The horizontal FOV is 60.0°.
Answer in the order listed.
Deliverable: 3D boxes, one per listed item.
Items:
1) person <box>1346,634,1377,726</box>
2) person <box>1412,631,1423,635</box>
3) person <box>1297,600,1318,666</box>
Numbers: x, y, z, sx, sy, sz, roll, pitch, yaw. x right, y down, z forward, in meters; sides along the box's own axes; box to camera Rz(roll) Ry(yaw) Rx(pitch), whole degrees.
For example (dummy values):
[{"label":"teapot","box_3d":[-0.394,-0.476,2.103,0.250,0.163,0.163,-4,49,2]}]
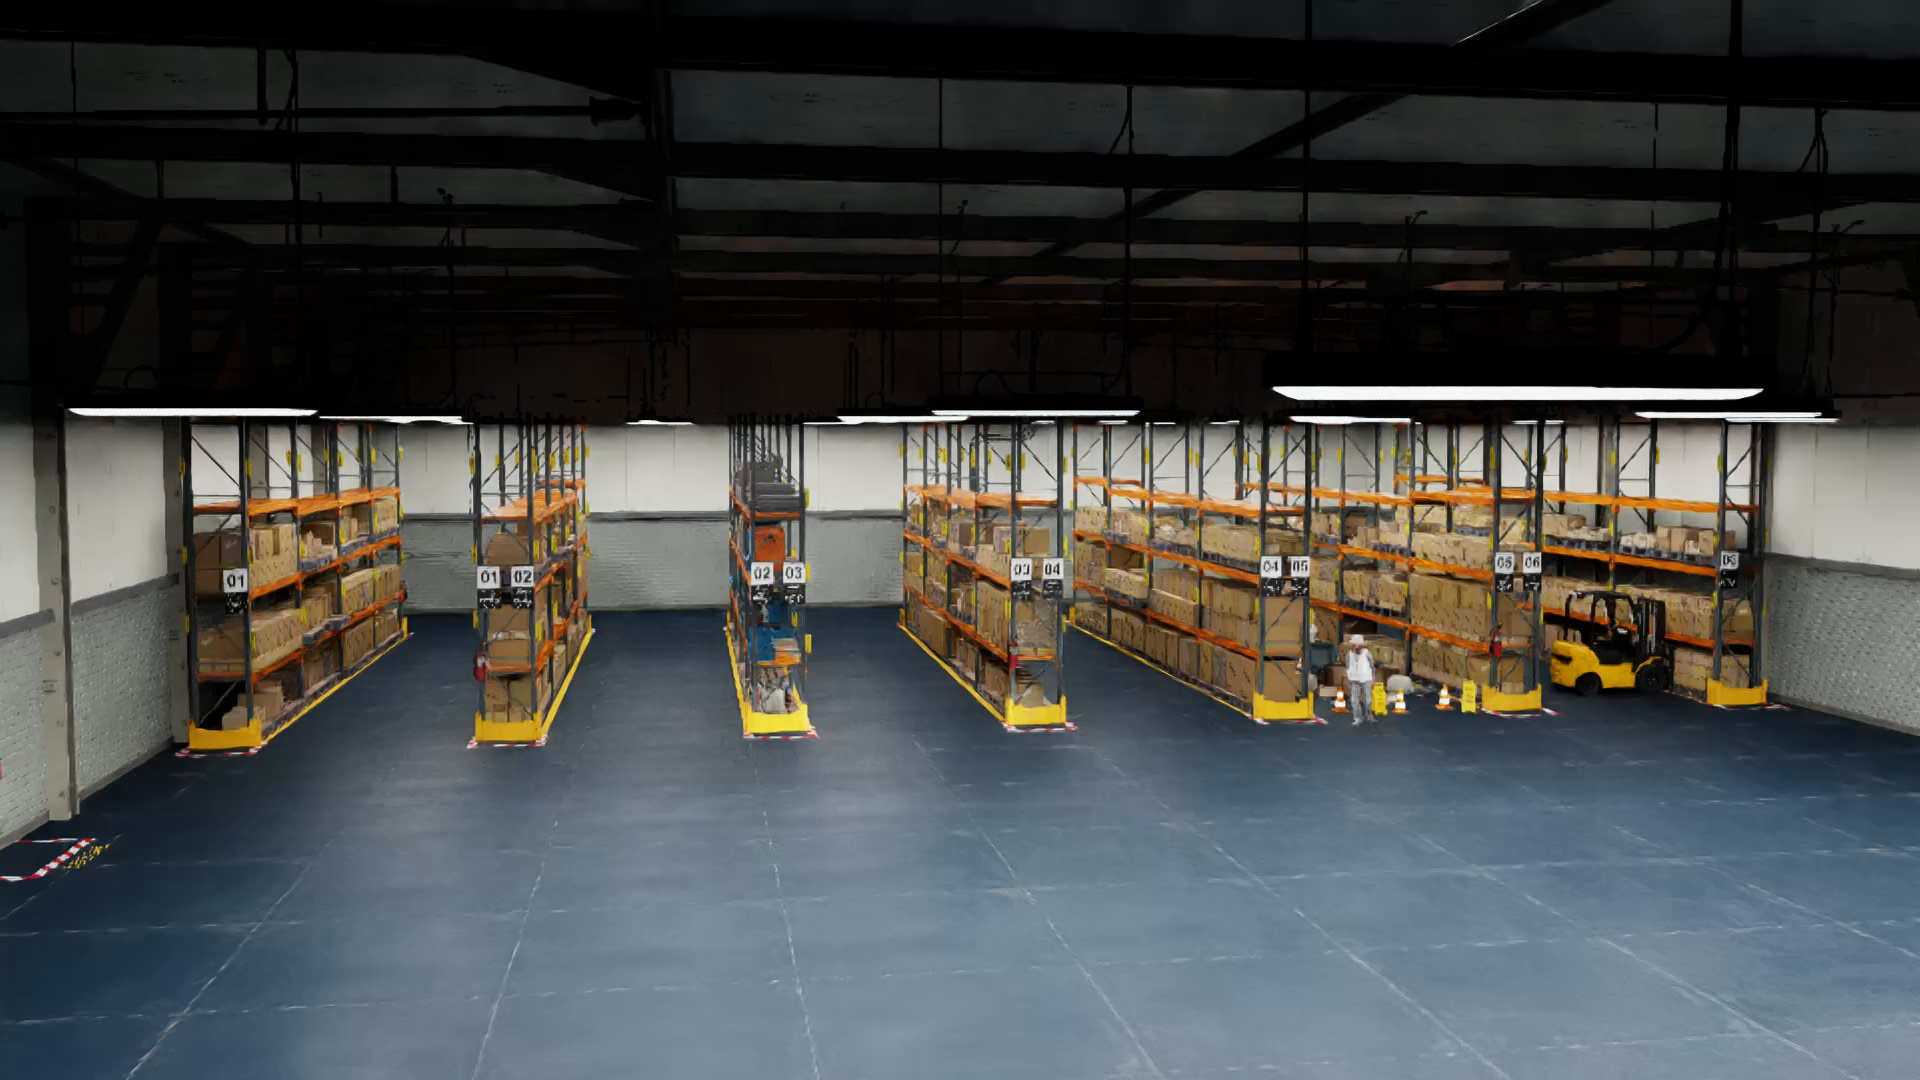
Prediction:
[{"label":"person","box_3d":[7.701,2.676,31.920,0.582,1.763,0.572,2,4,28]},{"label":"person","box_3d":[12.644,1.771,45.685,0.528,1.668,0.565,1,4,9]},{"label":"person","box_3d":[8.175,2.220,39.170,0.549,1.657,0.598,1,4,19]}]
